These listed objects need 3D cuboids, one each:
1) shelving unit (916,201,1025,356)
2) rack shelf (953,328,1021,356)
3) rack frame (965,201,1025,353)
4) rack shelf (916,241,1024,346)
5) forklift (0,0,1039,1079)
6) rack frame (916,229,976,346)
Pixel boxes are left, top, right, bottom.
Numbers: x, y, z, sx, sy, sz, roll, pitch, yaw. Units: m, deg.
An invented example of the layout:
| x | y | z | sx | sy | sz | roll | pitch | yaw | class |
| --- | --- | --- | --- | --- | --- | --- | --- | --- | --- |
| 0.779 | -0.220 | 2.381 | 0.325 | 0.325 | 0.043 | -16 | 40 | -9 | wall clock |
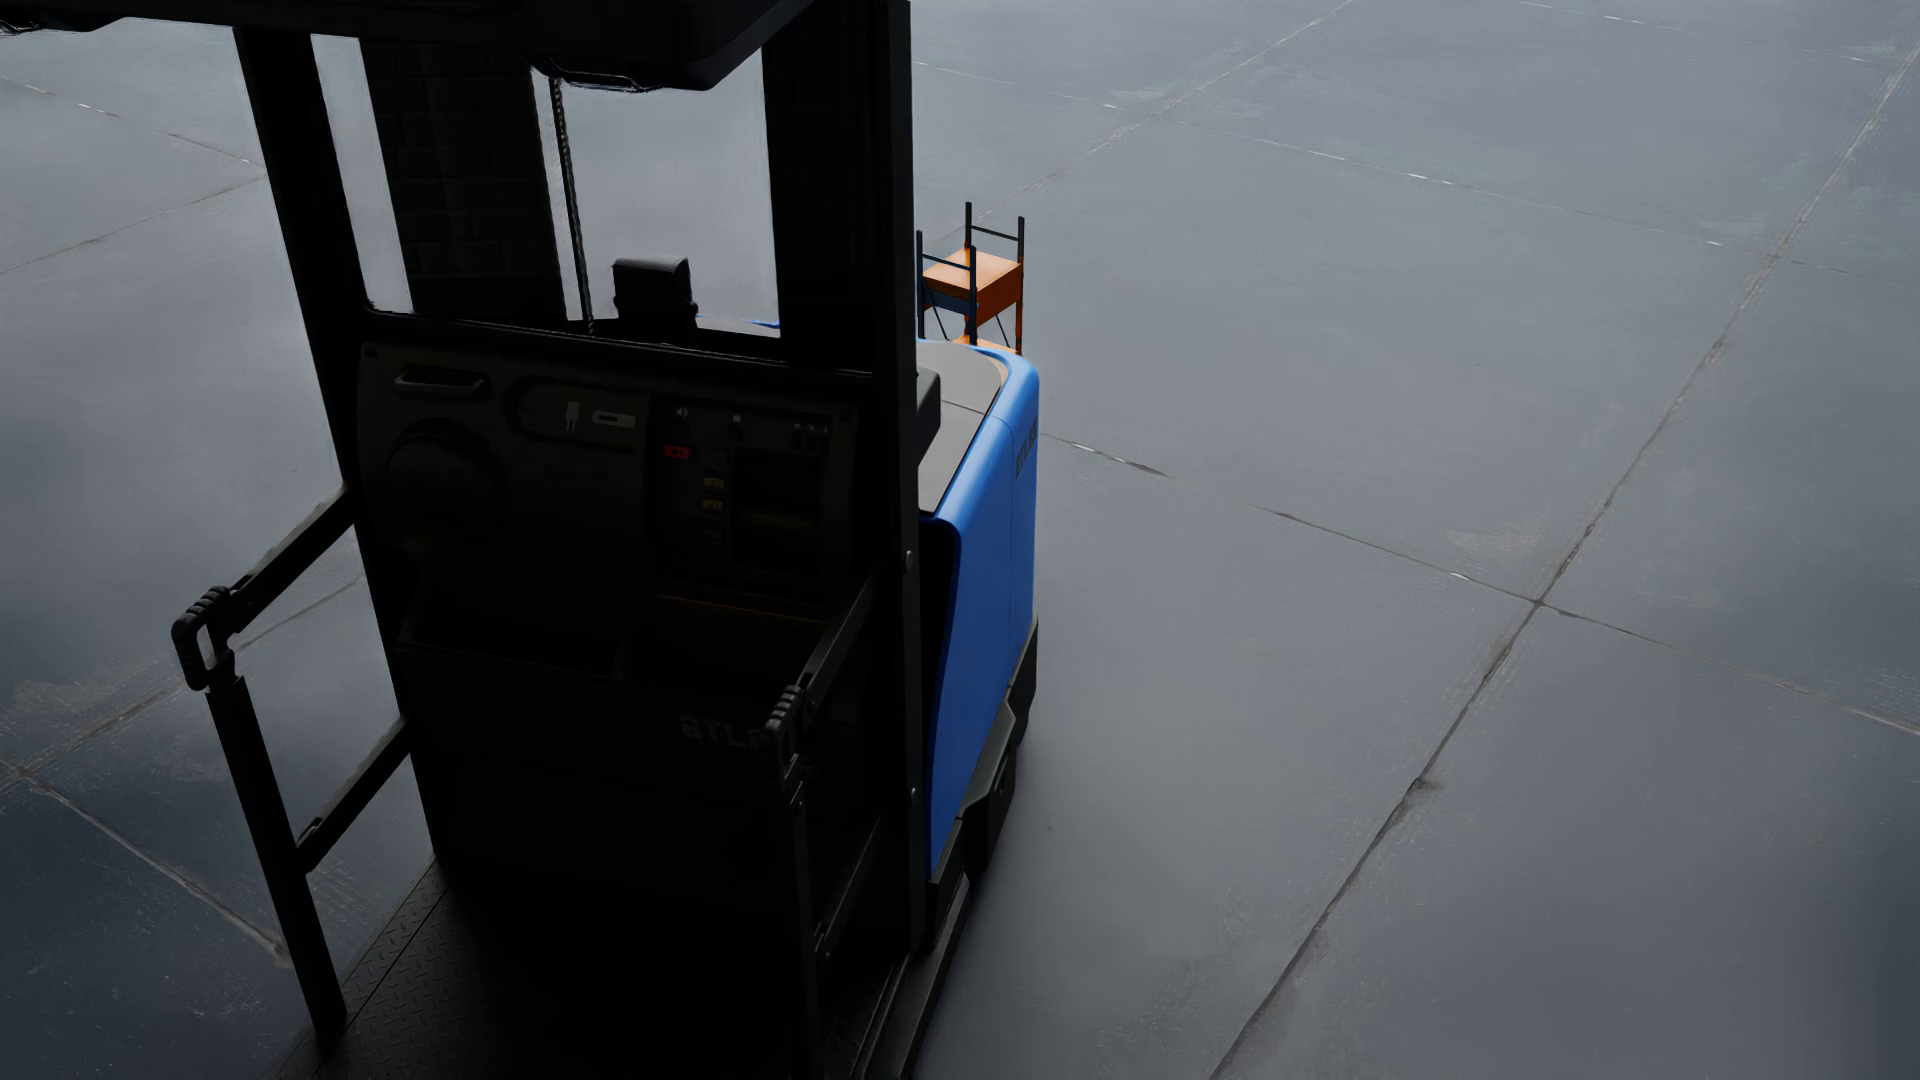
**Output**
| x | y | z | sx | sy | sz | roll | pitch | yaw | class |
| --- | --- | --- | --- | --- | --- | --- | --- | --- | --- |
| 0.031 | -0.460 | 4.992 | 0.215 | 1.050 | 0.252 | 21 | 39 | 28 | shelving unit |
| 0.031 | -0.451 | 4.998 | 0.215 | 0.259 | 0.240 | 21 | 39 | 28 | rack shelf |
| 0.100 | -0.516 | 5.075 | 0.200 | 1.050 | 0.008 | 21 | 39 | 28 | rack frame |
| 0.031 | -0.686 | 4.839 | 0.215 | 0.259 | 0.240 | 21 | 39 | 28 | rack shelf |
| -0.674 | -0.052 | 2.710 | 1.130 | 2.935 | 3.031 | 9 | 35 | 13 | forklift |
| -0.039 | -0.403 | 4.909 | 0.200 | 1.050 | 0.008 | 21 | 39 | 28 | rack frame |
